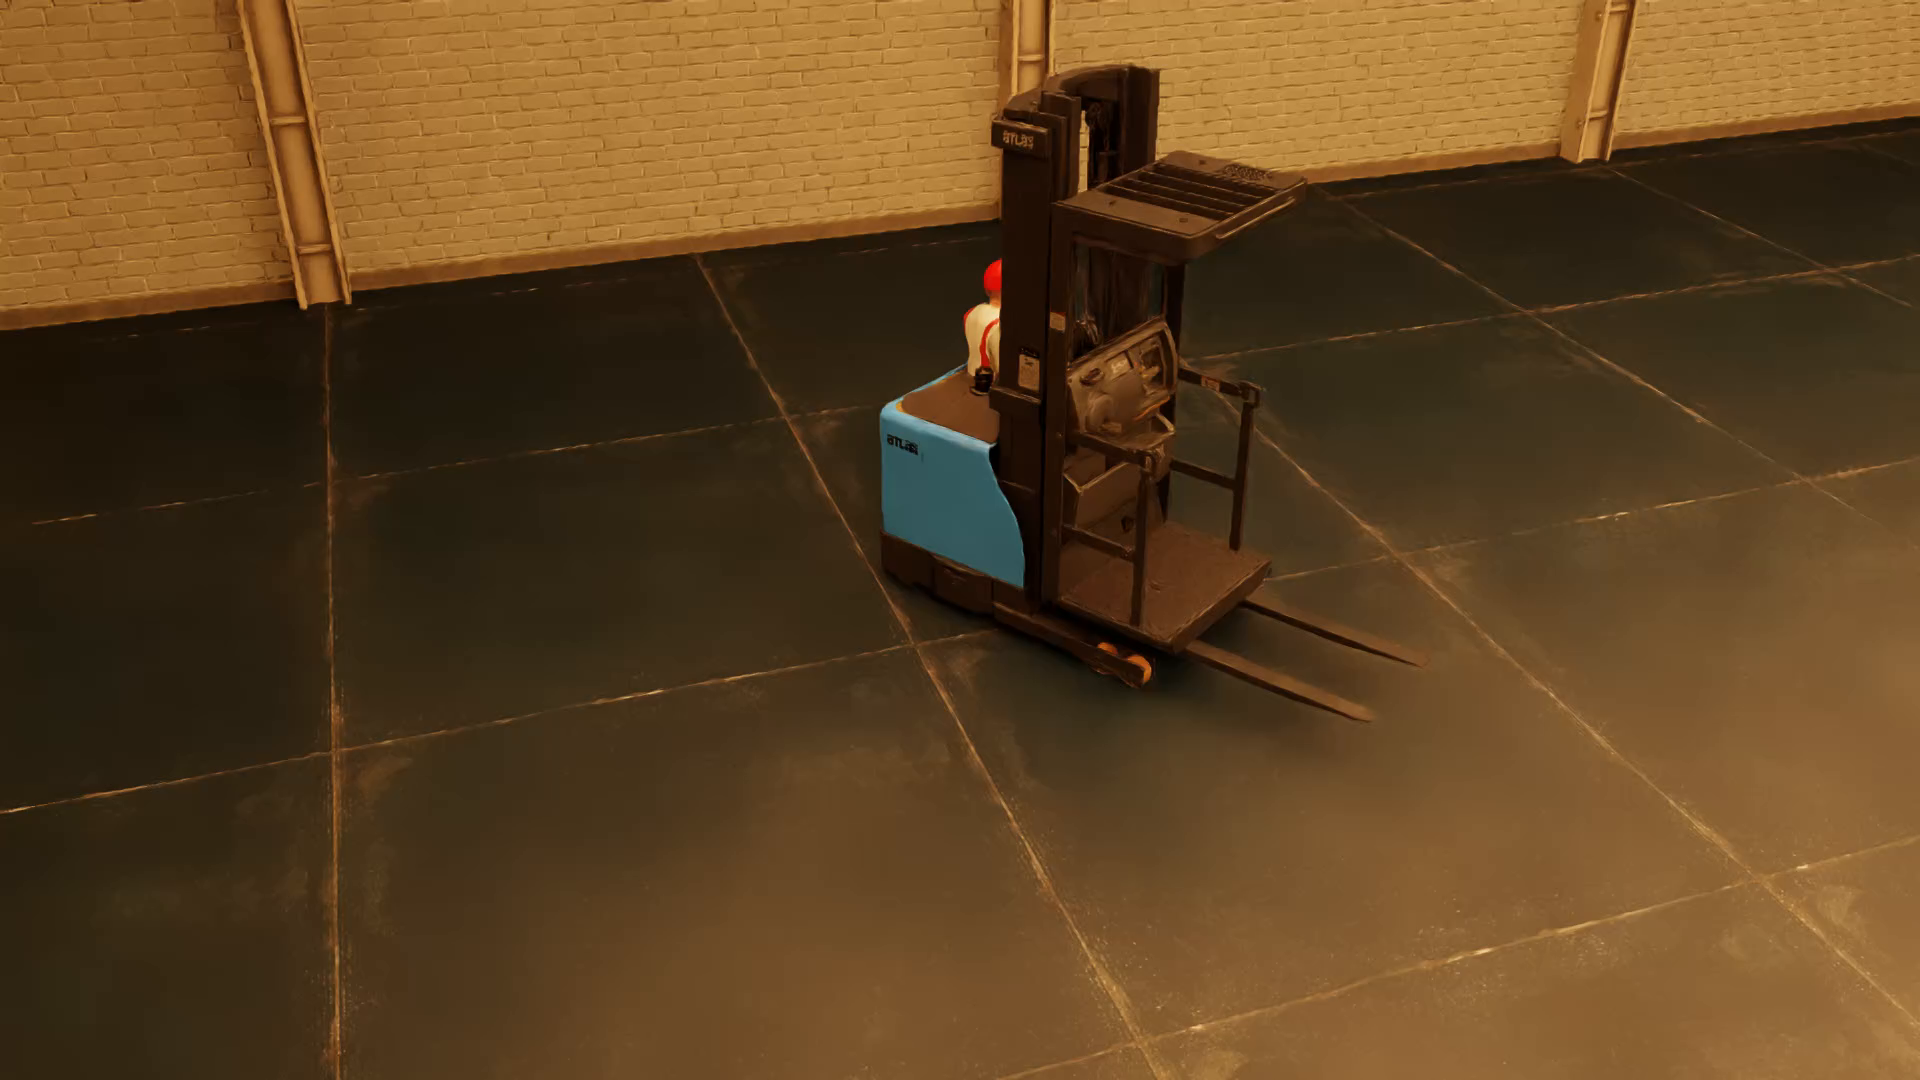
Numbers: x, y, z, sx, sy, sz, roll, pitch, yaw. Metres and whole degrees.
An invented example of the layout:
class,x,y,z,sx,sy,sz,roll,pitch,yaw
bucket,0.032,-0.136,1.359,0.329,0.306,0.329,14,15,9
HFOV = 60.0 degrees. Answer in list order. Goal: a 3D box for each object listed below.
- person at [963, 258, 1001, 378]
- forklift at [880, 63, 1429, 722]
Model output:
class,x,y,z,sx,sy,sz,roll,pitch,yaw
person,0.326,-0.786,9.624,0.728,1.764,0.734,-13,32,-21
forklift,1.009,-0.801,8.478,3.031,2.935,1.130,22,36,33
